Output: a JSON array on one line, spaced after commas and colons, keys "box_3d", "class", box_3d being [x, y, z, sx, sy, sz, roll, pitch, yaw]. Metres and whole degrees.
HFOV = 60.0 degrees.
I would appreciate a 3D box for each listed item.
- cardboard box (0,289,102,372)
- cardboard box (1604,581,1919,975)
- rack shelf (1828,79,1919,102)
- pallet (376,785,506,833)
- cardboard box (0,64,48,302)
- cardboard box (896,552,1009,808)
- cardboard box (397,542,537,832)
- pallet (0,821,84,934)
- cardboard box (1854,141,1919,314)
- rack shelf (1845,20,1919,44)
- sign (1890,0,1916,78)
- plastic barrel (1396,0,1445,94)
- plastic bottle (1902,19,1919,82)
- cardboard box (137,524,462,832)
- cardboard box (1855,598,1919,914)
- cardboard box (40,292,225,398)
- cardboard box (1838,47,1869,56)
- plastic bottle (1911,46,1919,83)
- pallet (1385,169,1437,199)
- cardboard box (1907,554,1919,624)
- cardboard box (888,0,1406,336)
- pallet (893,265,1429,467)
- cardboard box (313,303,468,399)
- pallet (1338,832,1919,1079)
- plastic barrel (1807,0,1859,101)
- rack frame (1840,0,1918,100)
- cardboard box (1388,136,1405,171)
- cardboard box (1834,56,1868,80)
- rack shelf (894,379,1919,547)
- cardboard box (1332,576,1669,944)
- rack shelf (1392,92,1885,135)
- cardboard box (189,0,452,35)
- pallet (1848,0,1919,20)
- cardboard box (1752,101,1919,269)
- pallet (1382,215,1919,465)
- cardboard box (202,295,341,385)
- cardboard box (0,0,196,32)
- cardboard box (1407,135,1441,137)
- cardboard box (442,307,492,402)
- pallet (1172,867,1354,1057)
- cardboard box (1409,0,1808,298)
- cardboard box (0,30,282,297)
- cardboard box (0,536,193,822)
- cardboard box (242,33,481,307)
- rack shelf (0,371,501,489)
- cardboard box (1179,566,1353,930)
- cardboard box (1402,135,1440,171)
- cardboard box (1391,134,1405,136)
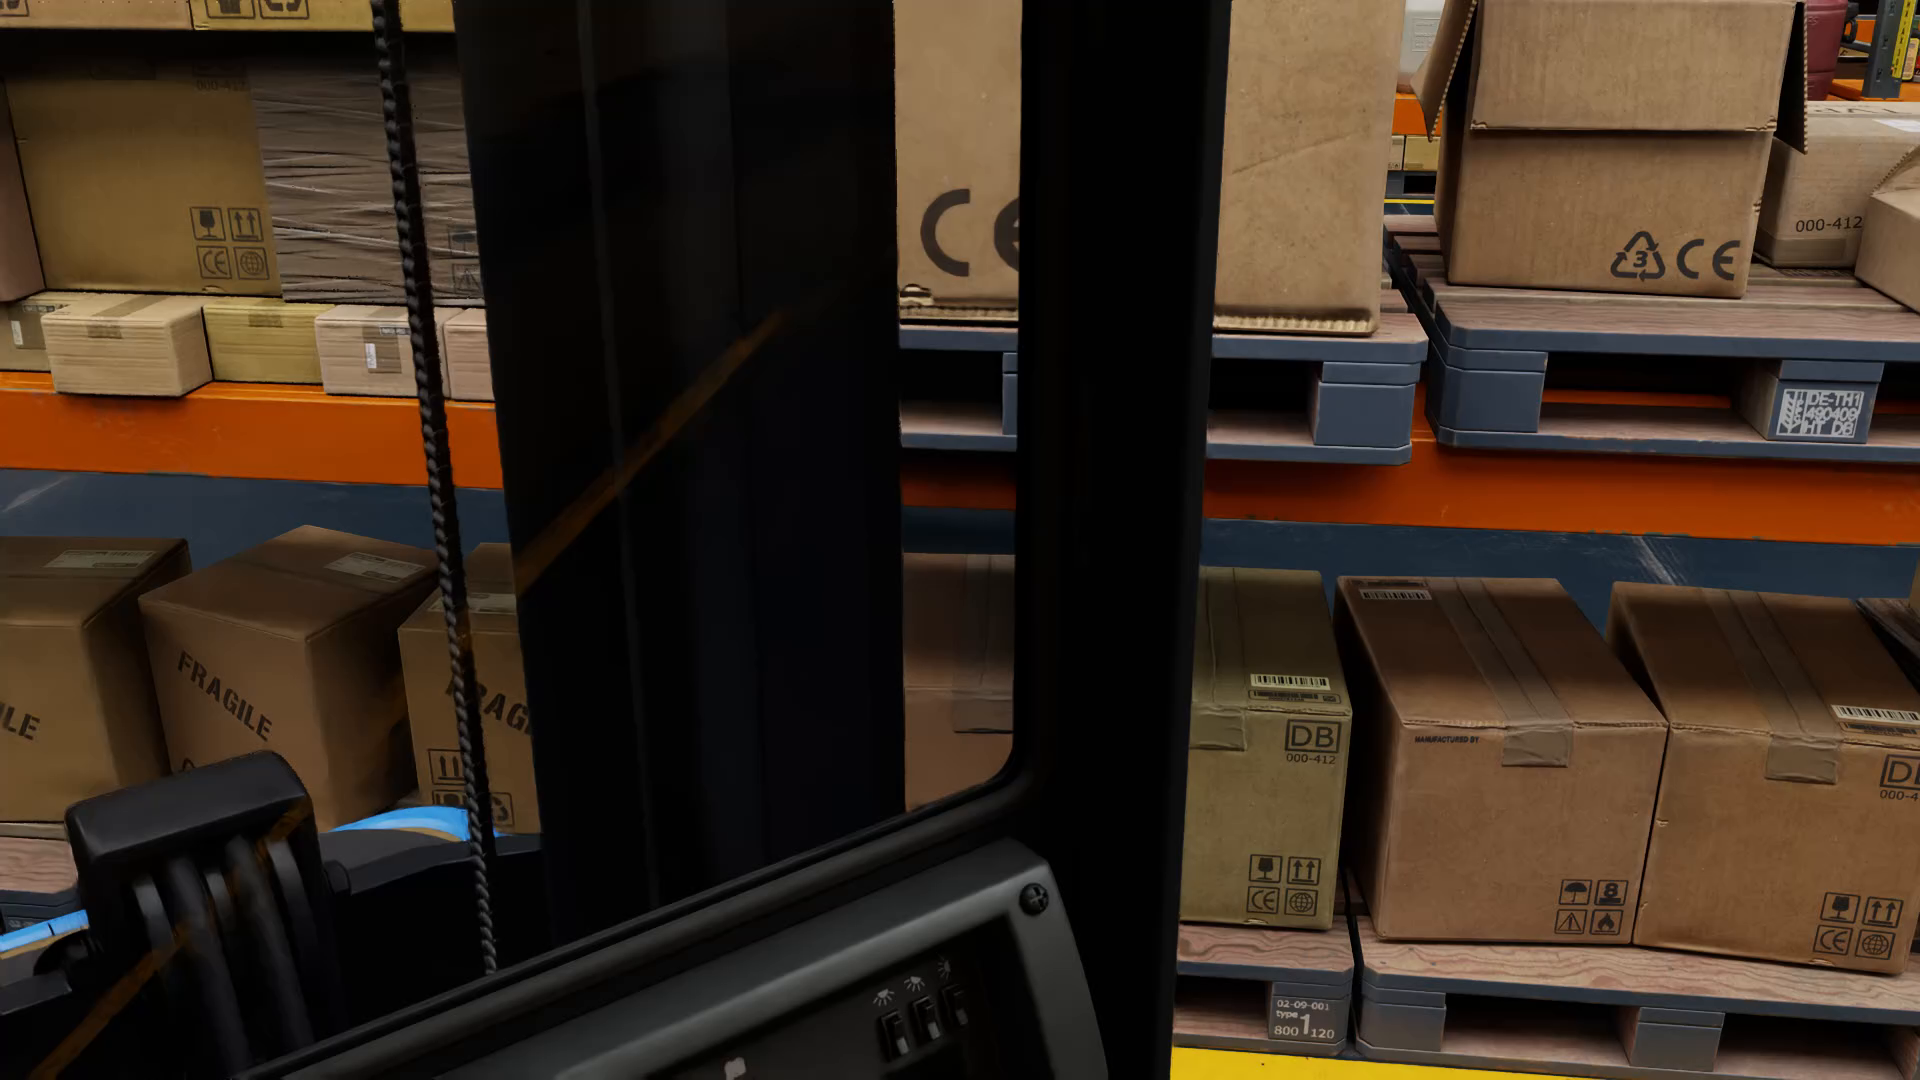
[{"box_3d": [-1.771, -0.462, 3.371, 0.250, 0.149, 0.380, 2, 22, 6], "class": "cardboard box"}, {"box_3d": [1.648, 0.467, 3.481, 0.500, 0.500, 0.700, 4, 22, 11], "class": "cardboard box"}, {"box_3d": [6.001, -1.815, 7.430, 4.000, 0.370, 1.077, 2, 22, 6], "class": "rack shelf"}, {"box_3d": [-1.211, 0.679, 3.934, 1.213, 0.211, 1.003, 2, 22, 6], "class": "pallet"}, {"box_3d": [-1.980, -0.847, 3.463, 0.500, 0.500, 0.875, 2, 22, 6], "class": "cardboard box"}, {"box_3d": [0.067, 0.391, 3.672, 0.500, 0.500, 0.700, 1, 22, 2], "class": "cardboard box"}, {"box_3d": [-0.933, 0.334, 3.844, 0.500, 0.500, 0.500, 2, 22, 5], "class": "cardboard box"}, {"box_3d": [-2.426, 0.628, 4.065, 1.213, 0.211, 1.003, 2, 22, 6], "class": "pallet"}, {"box_3d": [1.744, -0.534, 2.823, 0.258, 0.266, 0.396, 2, 22, 5], "class": "cardboard box"}, {"box_3d": [6.588, -3.624, 12.004, 4.000, 0.370, 1.077, 2, 22, 6], "class": "rack shelf"}, {"box_3d": [3.957, -2.111, 6.978, 0.005, 0.325, 0.100, 2, 22, 6], "class": "sign"}, {"box_3d": [2.125, -2.301, 7.495, 0.433, 0.535, 0.433, 0, 22, 0], "class": "plastic barrel"}, {"box_3d": [4.467, -2.320, 7.888, 0.133, 0.283, 0.061, 2, 22, 6], "class": "plastic bottle"}, {"box_3d": [-1.502, 0.312, 3.899, 0.500, 0.500, 0.500, 10, 24, 23], "class": "cardboard box"}, {"box_3d": [2.212, 0.489, 3.425, 0.500, 0.500, 0.700, 1, 22, 2], "class": "cardboard box"}, {"box_3d": [-1.538, -0.403, 3.222, 0.250, 0.149, 0.380, 2, 22, 6], "class": "cardboard box"}, {"box_3d": [8.492, -4.857, 16.497, 0.750, 0.750, 0.750, 3, 22, 7], "class": "cardboard box"}, {"box_3d": [4.579, -2.271, 7.874, 0.097, 0.201, 0.097, 0, 22, 0], "class": "plastic bottle"}, {"box_3d": [3.789, -2.798, 12.730, 1.213, 0.211, 1.003, 2, 22, 6], "class": "pallet"}, {"box_3d": [2.235, 0.144, 3.278, 0.500, 0.250, 0.500, 5, 22, 12], "class": "cardboard box"}, {"box_3d": [0.232, -0.990, 2.977, 1.000, 1.000, 1.000, 3, 22, 7], "class": "cardboard box"}, {"box_3d": [0.202, -0.426, 3.198, 1.213, 0.211, 1.003, 2, 22, 6], "class": "pallet"}, {"box_3d": [-1.035, -0.401, 3.215, 0.250, 0.149, 0.380, 2, 22, 6], "class": "cardboard box"}, {"box_3d": [1.448, 0.781, 3.678, 1.213, 0.211, 1.003, 2, 22, 6], "class": "pallet"}, {"box_3d": [3.519, -2.209, 7.263, 0.708, 0.536, 0.600, 2, 22, 6], "class": "plastic barrel"}, {"box_3d": [4.015, -2.236, 7.517, 0.127, 3.000, 1.000, 2, 22, 6], "class": "rack frame"}, {"box_3d": [3.039, -2.939, 12.462, 0.500, 0.250, 0.500, 3, 22, 8], "class": "cardboard box"}, {"box_3d": [6.631, -3.437, 12.336, 0.500, 0.250, 0.500, 2, 22, 5], "class": "cardboard box"}, {"box_3d": [1.446, -0.180, 3.294, 4.000, 0.370, 1.077, 2, 22, 6], "class": "rack shelf"}, {"box_3d": [1.094, 0.443, 3.542, 0.500, 0.500, 0.700, 1, 22, 2], "class": "cardboard box"}, {"box_3d": [2.029, -1.988, 7.868, 4.000, 0.370, 1.077, 2, 22, 6], "class": "rack shelf"}, {"box_3d": [-1.019, -1.170, 2.919, 0.500, 0.500, 0.500, 2, 22, 6], "class": "cardboard box"}, {"box_3d": [6.533, -3.873, 11.918, 1.213, 0.211, 1.003, 2, 22, 6], "class": "pallet"}, {"box_3d": [1.795, -0.710, 3.289, 0.500, 0.250, 0.500, 2, 22, 5], "class": "cardboard box"}, {"box_3d": [1.461, -0.410, 3.157, 1.213, 0.211, 1.003, 2, 22, 6], "class": "pallet"}, {"box_3d": [-1.277, -0.433, 3.298, 0.250, 0.149, 0.380, 2, 22, 6], "class": "cardboard box"}, {"box_3d": [-1.516, -1.191, 2.972, 0.500, 0.500, 0.500, 2, 22, 6], "class": "cardboard box"}, {"box_3d": [3.536, -3.175, 12.297, 0.500, 0.311, 0.500, 2, 22, 5], "class": "cardboard box"}, {"box_3d": [-0.788, -0.386, 3.179, 0.250, 0.149, 0.380, 2, 22, 6], "class": "cardboard box"}, {"box_3d": [0.233, 0.729, 3.809, 1.213, 0.211, 1.003, 2, 22, 6], "class": "pallet"}, {"box_3d": [1.192, -0.803, 3.180, 0.637, 0.503, 0.797, 5, 22, 12], "class": "cardboard box"}, {"box_3d": [-1.472, -0.863, 3.501, 0.500, 0.500, 0.875, 2, 22, 6], "class": "cardboard box"}, {"box_3d": [-2.128, 0.314, 3.895, 0.500, 0.500, 0.500, 1, 22, 1], "class": "cardboard box"}, {"box_3d": [-0.980, -0.828, 3.414, 0.500, 0.500, 0.875, 2, 22, 6], "class": "cardboard box"}, {"box_3d": [-2.526, -0.353, 3.732, 4.000, 0.370, 1.077, 2, 22, 6], "class": "rack shelf"}, {"box_3d": [0.539, 0.419, 3.603, 0.500, 0.500, 0.700, 2, 22, 6], "class": "cardboard box"}, {"box_3d": [3.538, -2.916, 12.405, 0.500, 0.250, 0.500, 2, 22, 6], "class": "cardboard box"}, {"box_3d": [3.035, -3.198, 12.355, 0.500, 0.311, 0.500, 2, 22, 6], "class": "cardboard box"}]
